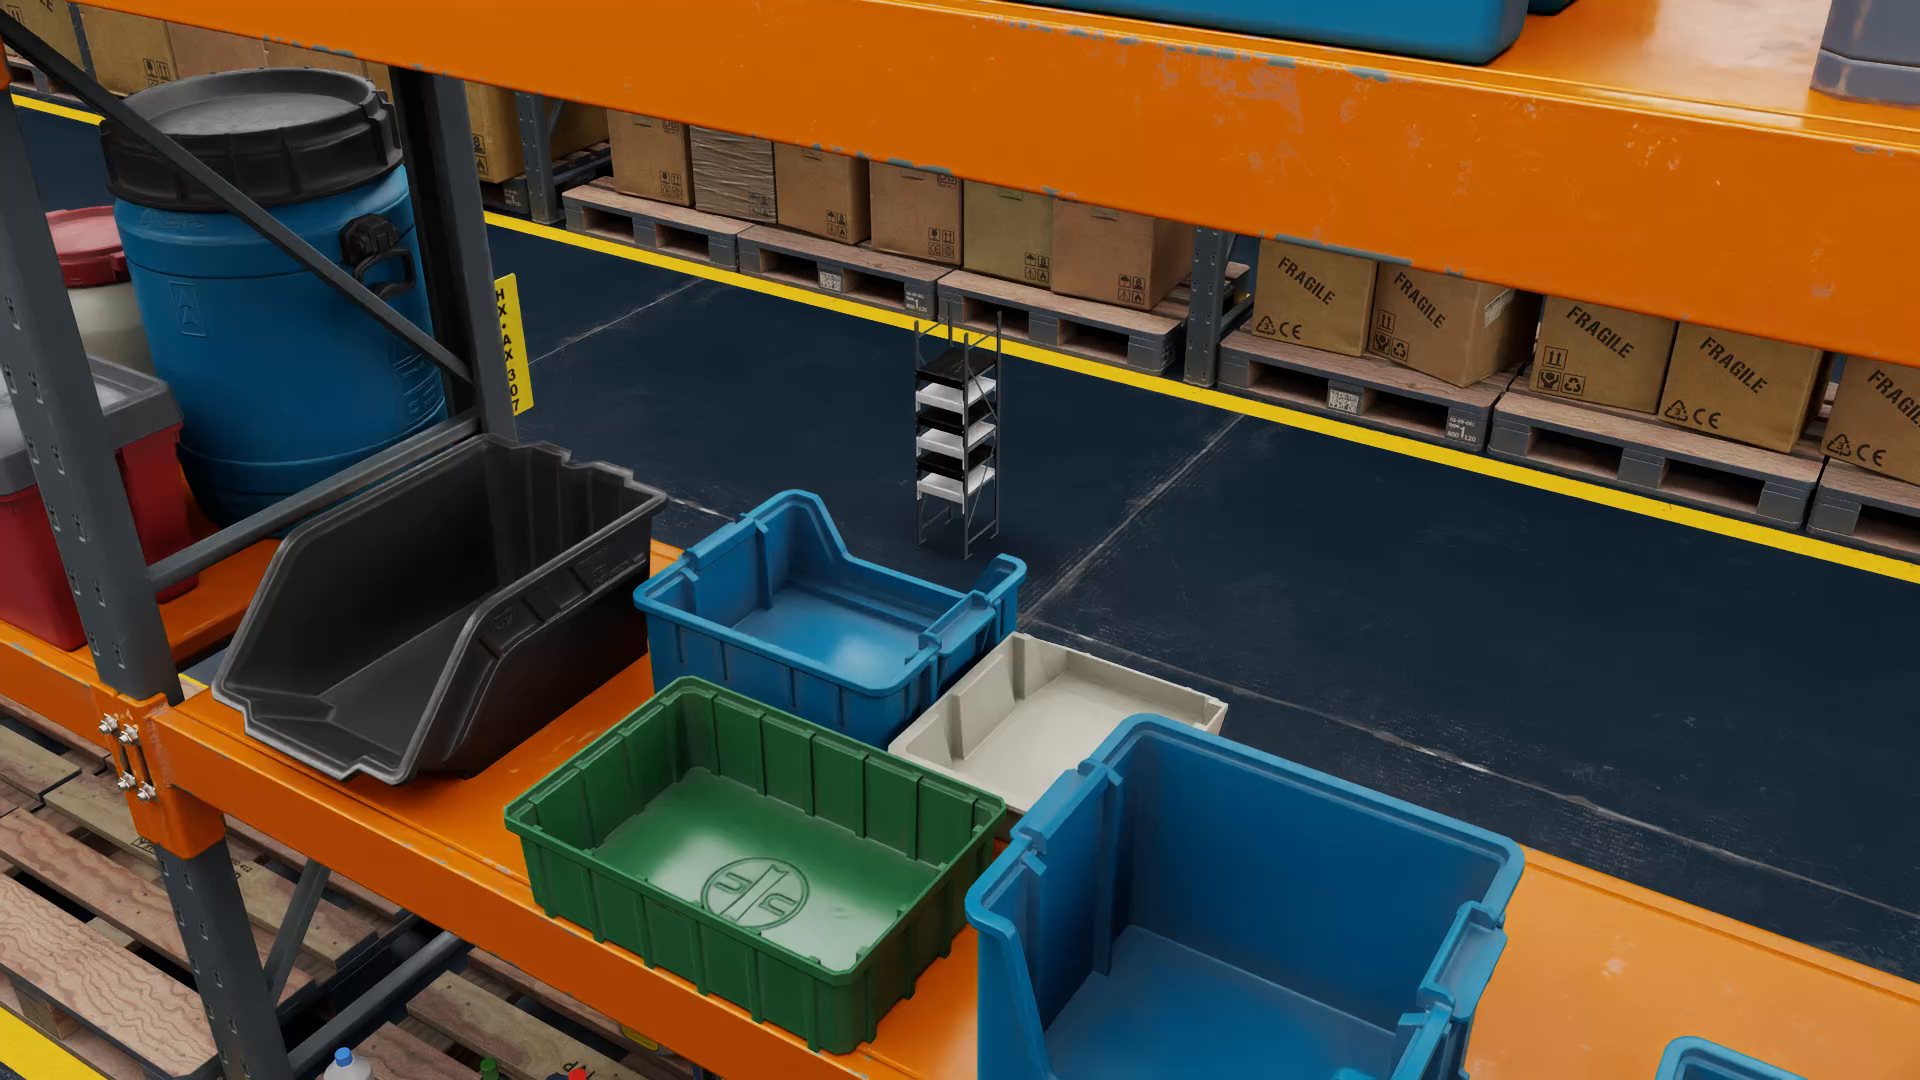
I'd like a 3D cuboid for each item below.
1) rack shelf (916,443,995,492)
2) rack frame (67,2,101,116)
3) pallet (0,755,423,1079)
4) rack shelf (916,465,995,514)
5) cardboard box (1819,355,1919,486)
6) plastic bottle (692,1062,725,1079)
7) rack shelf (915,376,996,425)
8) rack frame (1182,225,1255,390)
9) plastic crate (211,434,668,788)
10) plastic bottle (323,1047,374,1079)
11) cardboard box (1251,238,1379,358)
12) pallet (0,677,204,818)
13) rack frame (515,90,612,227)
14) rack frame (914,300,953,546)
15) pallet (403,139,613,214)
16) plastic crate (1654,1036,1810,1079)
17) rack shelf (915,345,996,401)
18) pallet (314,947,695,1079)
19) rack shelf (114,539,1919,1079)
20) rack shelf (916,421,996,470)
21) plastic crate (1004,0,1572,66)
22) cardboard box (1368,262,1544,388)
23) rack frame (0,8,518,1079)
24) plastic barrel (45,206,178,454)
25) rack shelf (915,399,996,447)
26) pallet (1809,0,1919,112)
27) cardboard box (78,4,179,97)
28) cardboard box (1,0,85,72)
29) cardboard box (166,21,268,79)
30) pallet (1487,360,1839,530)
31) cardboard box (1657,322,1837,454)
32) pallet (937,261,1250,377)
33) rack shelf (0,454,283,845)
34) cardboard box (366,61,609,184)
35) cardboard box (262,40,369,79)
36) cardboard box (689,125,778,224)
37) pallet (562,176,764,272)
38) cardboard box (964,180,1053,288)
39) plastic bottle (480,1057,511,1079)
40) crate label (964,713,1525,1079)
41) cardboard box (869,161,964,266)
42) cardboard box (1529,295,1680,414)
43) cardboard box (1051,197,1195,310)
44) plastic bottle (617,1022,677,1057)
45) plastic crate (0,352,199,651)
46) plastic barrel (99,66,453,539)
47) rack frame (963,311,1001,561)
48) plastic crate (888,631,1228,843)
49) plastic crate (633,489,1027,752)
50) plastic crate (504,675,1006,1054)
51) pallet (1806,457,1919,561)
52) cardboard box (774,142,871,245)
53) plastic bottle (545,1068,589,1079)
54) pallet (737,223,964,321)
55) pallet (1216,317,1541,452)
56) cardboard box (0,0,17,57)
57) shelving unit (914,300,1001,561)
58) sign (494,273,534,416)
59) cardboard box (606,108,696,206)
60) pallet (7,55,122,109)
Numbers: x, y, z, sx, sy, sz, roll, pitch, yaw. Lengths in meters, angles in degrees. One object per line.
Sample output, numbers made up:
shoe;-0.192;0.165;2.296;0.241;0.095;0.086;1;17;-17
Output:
rack shelf;-0.007;-0.284;6.089;0.200;0.077;0.258;18;35;27
rack frame;-5.461;-4.336;10.706;0.127;3.000;1.000;18;35;27
pallet;-2.004;0.931;4.444;1.213;0.211;1.003;18;35;27
rack shelf;-0.007;-0.207;6.134;0.200;0.077;0.258;18;35;27
cardboard box;3.658;-0.543;6.268;0.500;0.500;0.500;-25;38;-36
plastic bottle;-0.515;1.078;3.692;0.135;0.276;0.152;18;35;27
rack shelf;-0.007;-0.518;5.953;0.200;0.077;0.258;18;35;27
rack frame;1.315;-2.193;7.032;0.127;3.000;1.000;18;35;27
plastic crate;-0.942;0.142;3.091;0.504;0.338;0.767;18;35;27
plastic bottle;-1.281;1.182;3.519;0.097;0.271;0.097;0;30;0
cardboard box;1.632;-1.171;7.344;0.500;0.500;0.500;16;34;26
pallet;-3.042;0.605;5.003;1.213;0.211;1.003;18;35;27
rack frame;-2.073;-3.265;8.869;0.127;3.000;1.000;18;35;27
rack frame;-0.093;-0.418;6.074;0.006;0.900;0.240;18;35;27
pallet;-2.701;-2.304;9.989;1.213;0.211;1.003;18;35;27
plastic crate;0.940;0.874;1.923;0.408;0.251;0.499;18;35;27
rack shelf;-0.007;-0.595;5.908;0.200;0.077;0.258;18;35;27
pallet;-0.772;1.323;3.773;1.213;0.211;1.003;18;35;27
rack shelf;0.376;0.767;2.672;4.000;0.370;1.077;18;35;27
rack shelf;-0.007;-0.362;6.044;0.200;0.077;0.258;18;35;27
plastic crate;0.294;-0.679;1.476;0.575;0.384;0.392;18;35;27
cardboard box;2.122;-1.020;7.086;0.500;0.500;0.500;-23;37;-33
rack frame;-1.318;-0.079;3.409;0.127;3.000;1.000;18;35;27
plastic barrel;-2.012;-0.488;3.975;0.433;0.535;0.433;0;30;0
rack shelf;-0.007;-0.440;5.998;0.200;0.077;0.258;18;35;27
pallet;1.421;-0.485;1.315;1.213;0.211;1.003;18;35;27
cardboard box;-4.908;-3.437;10.856;0.875;0.875;1.225;18;35;27
cardboard box;-5.977;-3.811;11.497;0.875;0.875;0.875;18;35;27
cardboard box;-4.151;-3.198;10.447;0.875;0.875;1.225;16;34;26
pallet;2.940;-0.497;6.893;1.213;0.211;1.003;18;35;27
cardboard box;3.138;-0.719;6.570;0.500;0.500;0.500;21;36;32
pallet;0.655;-1.197;8.092;1.213;0.211;1.003;18;35;27
rack shelf;-3.012;-0.304;4.509;4.000;0.370;1.077;18;35;27
cardboard box;-2.646;-2.722;9.631;0.875;0.875;1.225;16;34;25
cardboard box;-3.397;-2.964;10.046;0.875;0.875;1.225;18;35;27
cardboard box;-1.018;-2.061;8.850;0.500;0.500;0.700;15;33;23
pallet;-1.412;-1.850;9.212;1.213;0.211;1.003;18;35;27
cardboard box;0.412;-1.613;8.082;0.500;0.500;0.700;17;34;27
plastic bottle;-0.937;1.206;3.465;0.133;0.283;0.061;18;35;27
crate label;0.367;0.599;2.211;0.616;0.435;0.502;18;35;27
cardboard box;-0.062;-1.763;8.339;0.500;0.500;0.700;14;33;23
cardboard box;2.689;-0.888;6.859;0.500;0.500;0.500;14;33;23
cardboard box;0.806;-1.477;7.849;0.500;0.500;0.700;15;33;24
plastic bottle;-0.696;0.986;3.775;0.185;0.351;0.144;18;35;27
plastic crate;-1.891;-0.106;3.391;0.583;0.464;0.402;18;35;27
plastic barrel;-1.484;-0.528;3.682;0.708;0.901;0.600;18;35;27
rack frame;0.079;-0.364;5.980;0.006;0.900;0.240;18;35;27
plastic crate;0.192;0.362;2.915;0.437;0.136;0.530;18;35;27
plastic crate;-0.237;0.166;3.137;0.616;0.251;0.499;18;35;27
plastic crate;-0.319;0.496;2.633;0.662;0.188;0.450;18;35;27
pallet;3.969;-0.170;6.332;1.213;0.211;1.003;18;35;27
cardboard box;-0.534;-1.912;8.595;0.500;0.500;0.700;21;36;31
plastic bottle;-0.779;1.207;3.397;0.185;0.351;0.144;18;35;27
pallet;-0.383;-1.523;8.651;1.213;0.211;1.003;18;35;27
pallet;1.902;-0.824;7.453;1.213;0.211;1.003;18;35;27
cardboard box;-6.740;-4.052;11.911;0.875;0.875;0.875;18;35;27
shelving unit;-0.007;-0.391;6.027;0.210;0.900;0.258;18;35;27
sign;-1.016;-0.431;3.737;0.005;0.325;0.100;18;35;27
cardboard box;-1.495;-2.204;9.095;0.500;0.500;0.700;16;34;25
pallet;-6.063;-3.369;11.815;1.213;0.211;1.003;18;35;27
